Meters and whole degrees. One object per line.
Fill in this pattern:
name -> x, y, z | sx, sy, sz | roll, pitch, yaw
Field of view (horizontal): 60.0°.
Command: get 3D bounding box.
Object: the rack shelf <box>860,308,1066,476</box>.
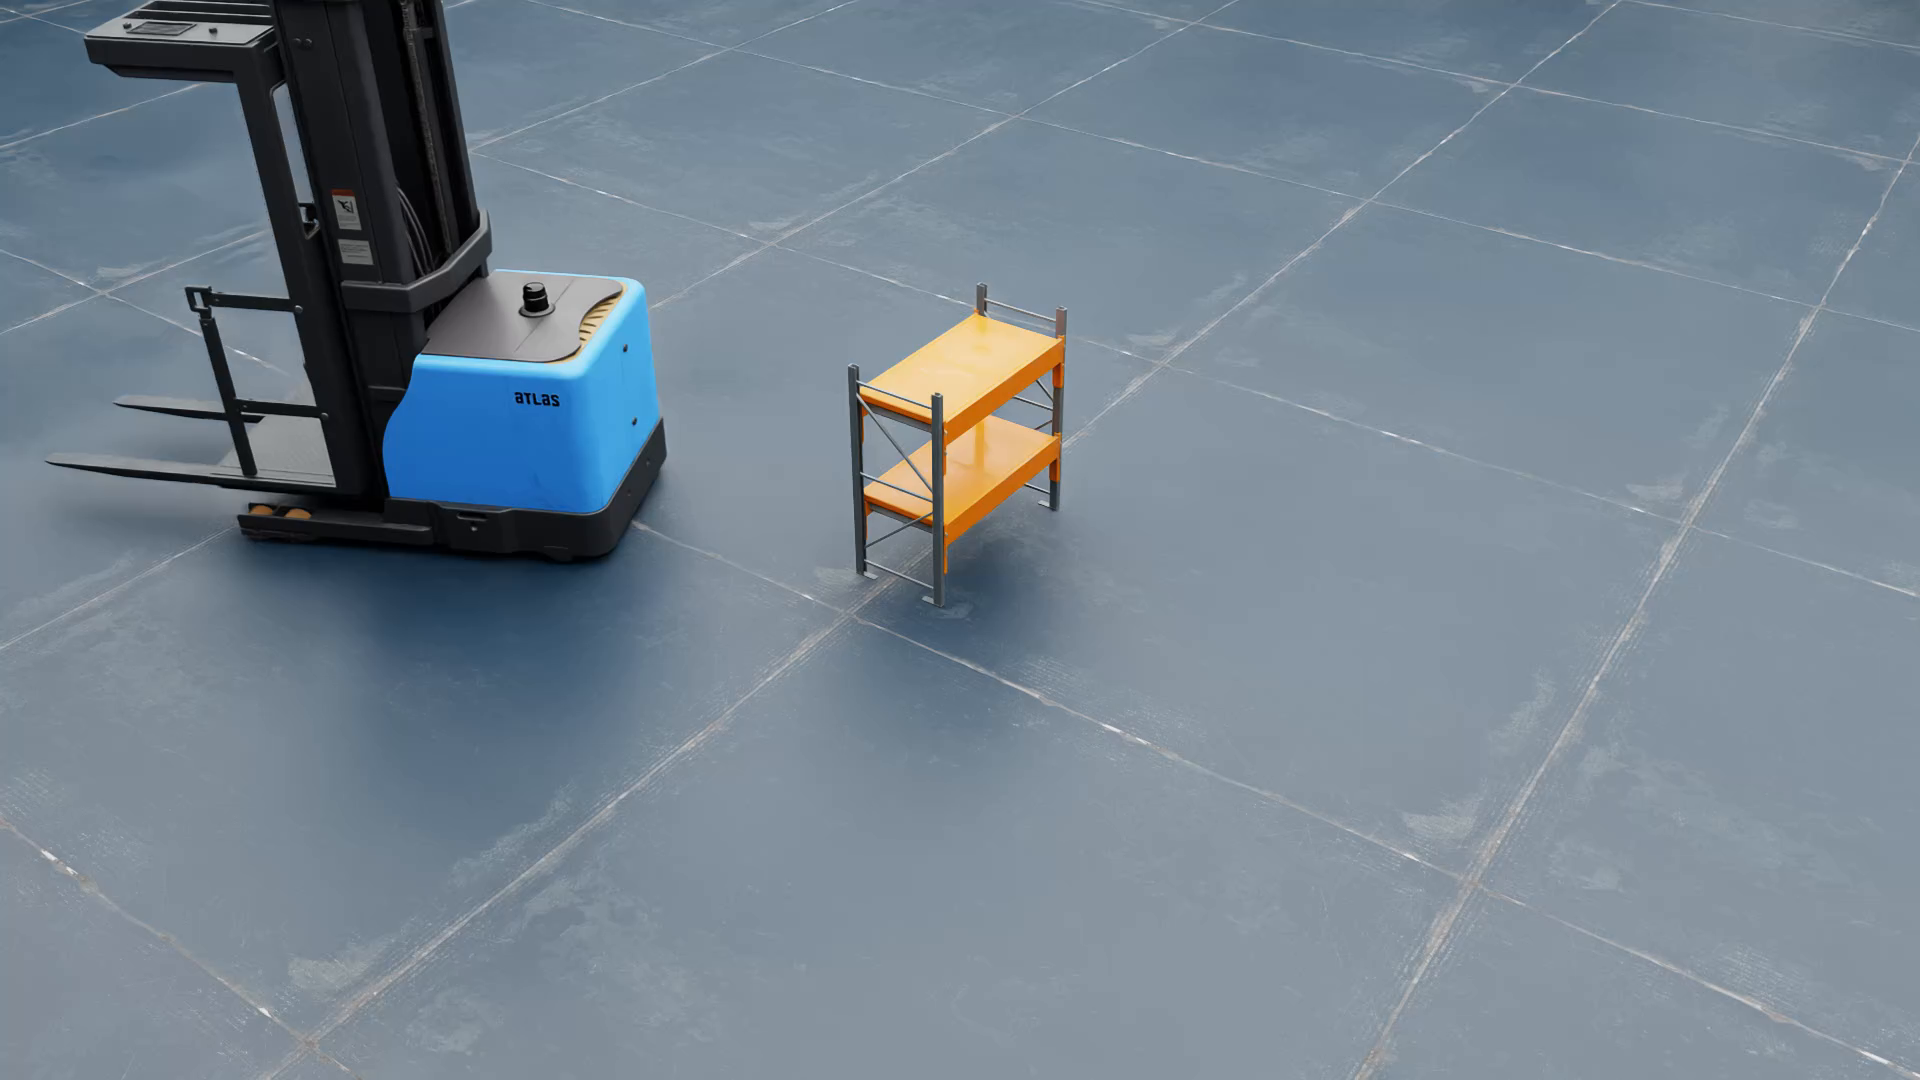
rack shelf -> 0.004, -0.712, 7.776 | 0.538, 0.278, 1.000 | 21, 39, 28

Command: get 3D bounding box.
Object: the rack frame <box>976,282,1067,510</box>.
rack frame -> 0.294, -0.703, 8.285 | 0.500, 1.125, 0.032 | 21, 39, 28

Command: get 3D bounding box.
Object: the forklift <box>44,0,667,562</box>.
forklift -> -3.109, -1.486, 7.831 | 3.031, 2.935, 1.130 | 5, 34, 7

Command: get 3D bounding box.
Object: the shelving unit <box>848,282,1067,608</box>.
shelving unit -> 0.004, -0.469, 7.939 | 0.538, 1.125, 1.048 | 21, 39, 28

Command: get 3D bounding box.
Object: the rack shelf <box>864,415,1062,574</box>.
rack shelf -> 0.004, -0.267, 8.076 | 0.538, 0.278, 1.000 | 21, 39, 28

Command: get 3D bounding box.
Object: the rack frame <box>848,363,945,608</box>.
rack frame -> -0.286, -0.235, 7.594 | 0.500, 1.125, 0.032 | 21, 39, 28
